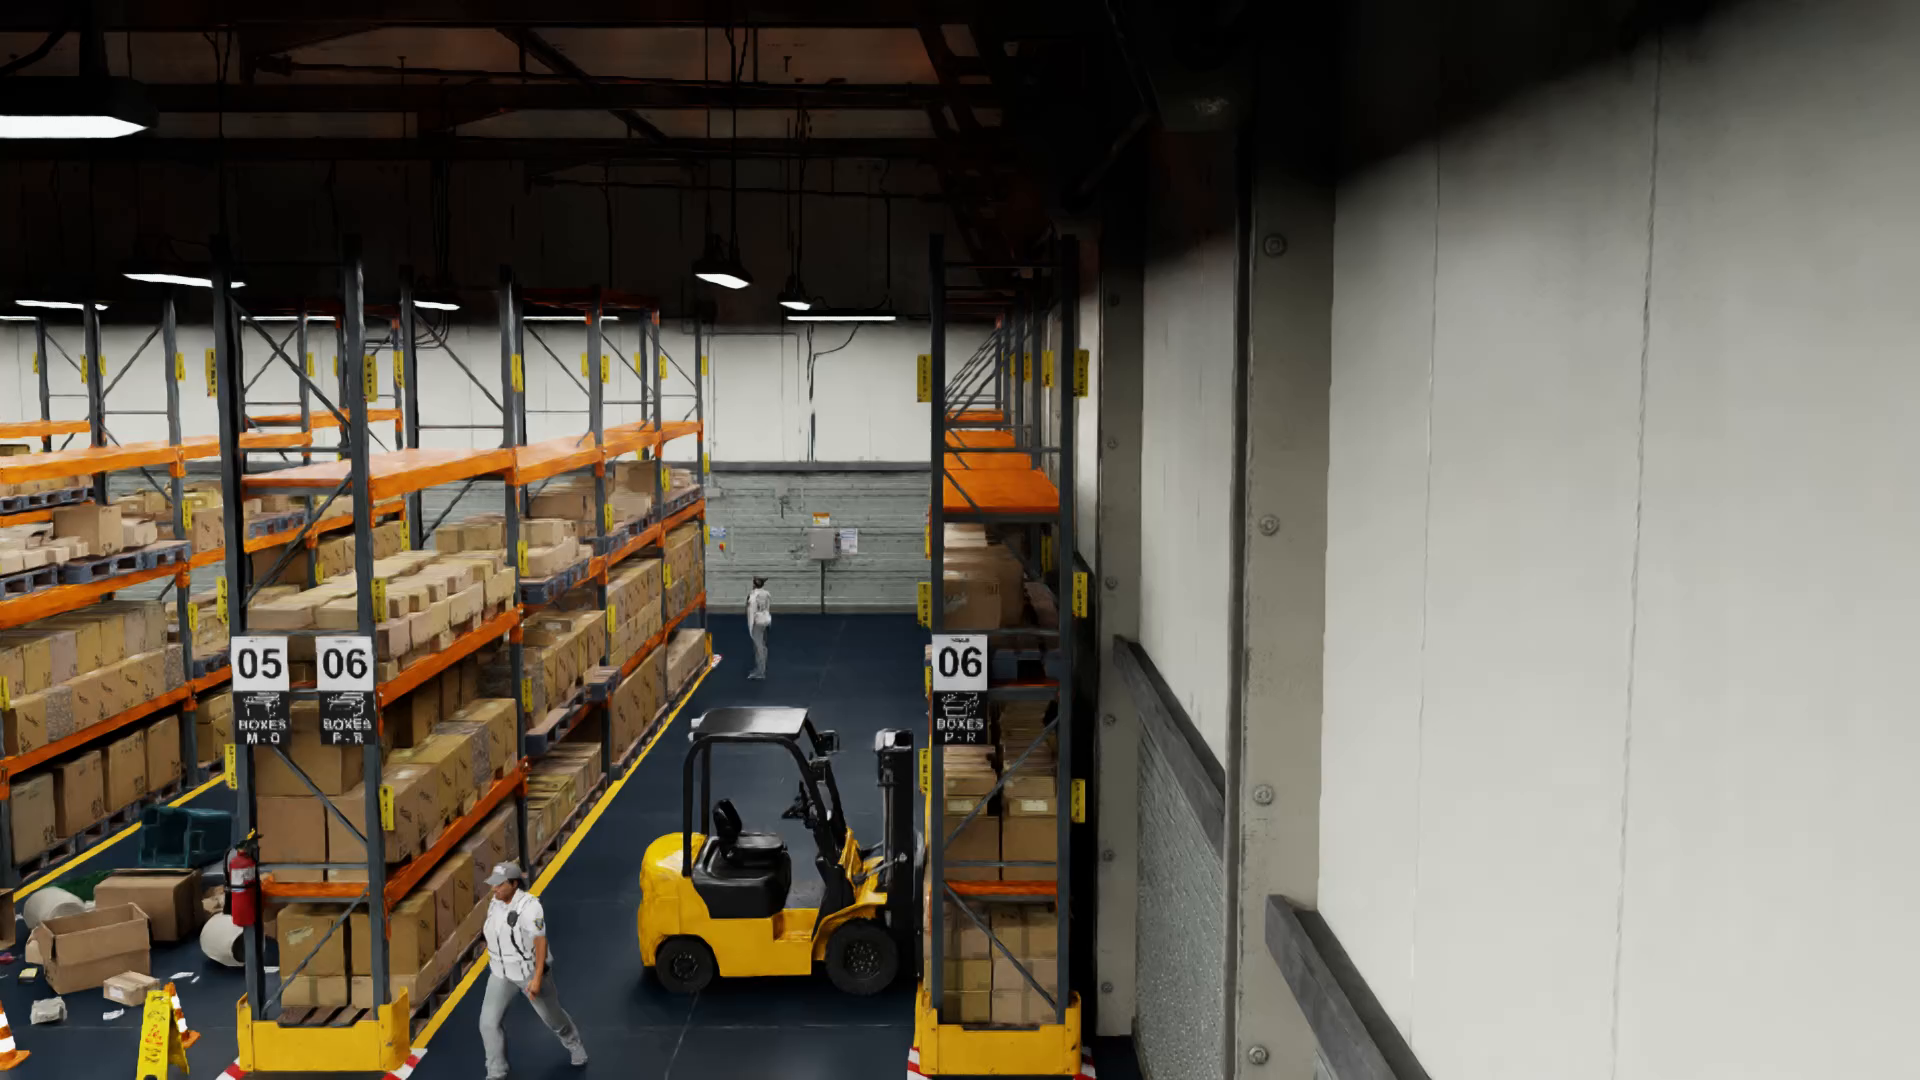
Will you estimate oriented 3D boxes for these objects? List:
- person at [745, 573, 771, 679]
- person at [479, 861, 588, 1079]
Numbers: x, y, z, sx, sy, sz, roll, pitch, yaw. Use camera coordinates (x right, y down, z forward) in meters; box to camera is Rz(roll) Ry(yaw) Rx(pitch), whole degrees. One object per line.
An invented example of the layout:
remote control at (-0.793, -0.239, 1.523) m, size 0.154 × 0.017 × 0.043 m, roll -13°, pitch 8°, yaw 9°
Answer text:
person at (-3.271, 1.374, 26.738) m, size 0.455 × 1.677 × 0.525 m, roll 4°, pitch 7°, yaw 30°
person at (-3.082, 3.057, 11.849) m, size 0.554 × 1.621 × 0.894 m, roll 3°, pitch 7°, yaw 24°
